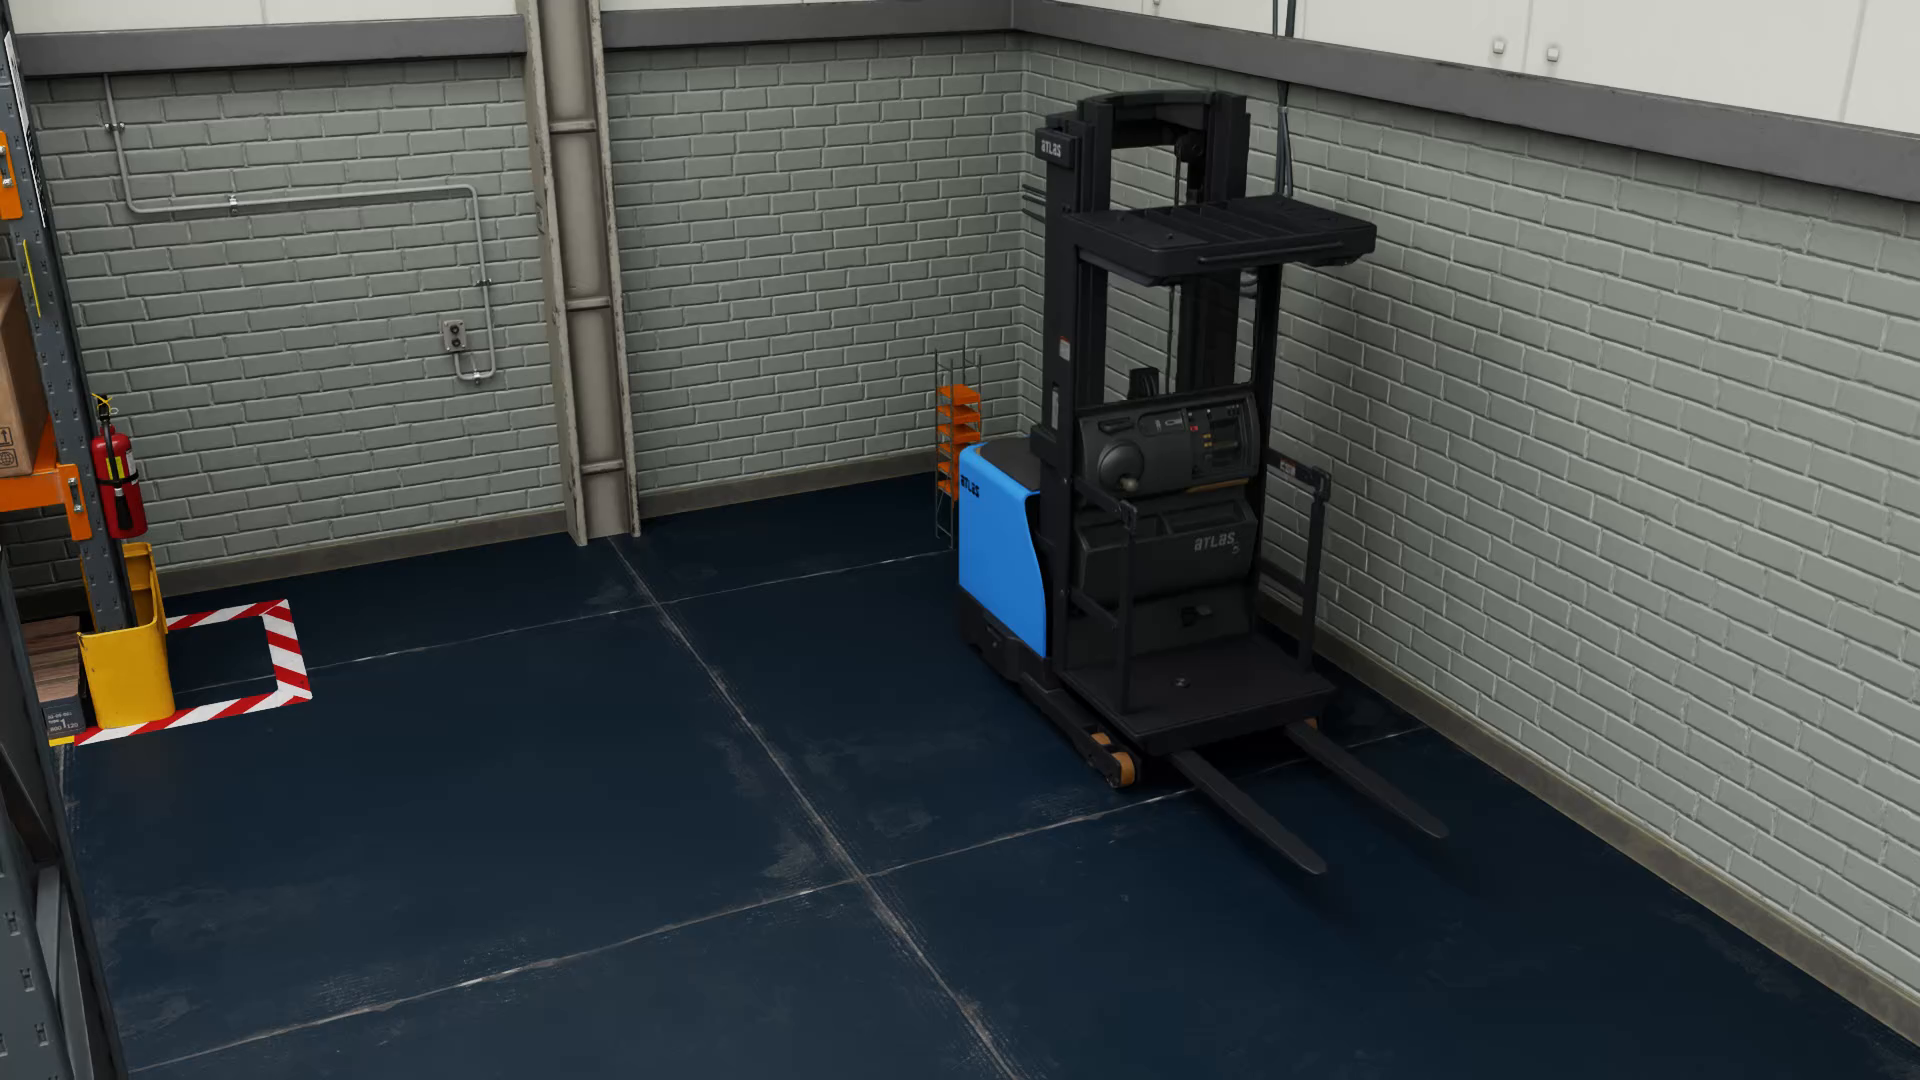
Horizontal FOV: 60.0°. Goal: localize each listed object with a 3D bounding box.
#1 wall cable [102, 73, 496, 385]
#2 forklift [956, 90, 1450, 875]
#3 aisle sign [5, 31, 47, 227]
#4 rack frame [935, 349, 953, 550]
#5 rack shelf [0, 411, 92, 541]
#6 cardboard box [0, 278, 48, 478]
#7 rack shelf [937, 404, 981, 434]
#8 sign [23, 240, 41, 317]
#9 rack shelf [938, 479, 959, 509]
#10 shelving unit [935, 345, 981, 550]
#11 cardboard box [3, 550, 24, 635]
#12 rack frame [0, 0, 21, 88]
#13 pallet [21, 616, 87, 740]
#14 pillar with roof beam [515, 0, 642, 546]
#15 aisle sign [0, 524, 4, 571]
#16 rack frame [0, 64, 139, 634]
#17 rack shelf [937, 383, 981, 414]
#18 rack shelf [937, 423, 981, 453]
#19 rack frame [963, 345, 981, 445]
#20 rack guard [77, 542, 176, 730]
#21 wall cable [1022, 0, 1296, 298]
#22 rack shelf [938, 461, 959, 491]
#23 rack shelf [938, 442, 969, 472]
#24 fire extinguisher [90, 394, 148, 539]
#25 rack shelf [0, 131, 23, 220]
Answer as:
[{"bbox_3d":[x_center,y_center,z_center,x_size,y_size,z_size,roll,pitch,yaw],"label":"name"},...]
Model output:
[{"bbox_3d":[-3.532,-1.695,9.095,1.851,1.984,0.084,-10,25,-24],"label":"wall cable"},{"bbox_3d":[1.057,-0.419,7.430,1.130,2.935,3.031,-10,25,-23],"label":"forklift"},{"bbox_3d":[-4.080,-1.797,7.270,0.004,0.787,0.394,-10,25,-24],"label":"aisle sign"},{"bbox_3d":[-0.095,-0.537,9.978,0.006,1.200,0.240,-10,25,-24],"label":"rack frame"},{"bbox_3d":[-6.078,-0.023,7.325,4.000,0.370,1.077,-10,25,-24],"label":"rack shelf"},{"bbox_3d":[-4.731,-0.738,7.718,0.700,0.700,0.980,-9,24,-21],"label":"cardboard box"},{"bbox_3d":[-0.013,-0.733,9.940,0.180,0.103,0.258,-10,25,-24],"label":"rack shelf"},{"bbox_3d":[-4.053,-1.142,7.264,0.005,0.325,0.100,-10,25,-24],"label":"sign"},{"bbox_3d":[-0.013,-0.289,10.124,0.180,0.103,0.258,-10,25,-24],"label":"rack shelf"},{"bbox_3d":[-0.013,-0.552,10.015,0.189,1.200,0.258,-10,25,-24],"label":"shelving unit"},{"bbox_3d":[-4.863,0.424,8.023,0.500,0.500,0.700,-10,25,-24],"label":"cardboard box"},{"bbox_3d":[-4.275,-3.459,6.841,0.127,3.000,1.000,-10,25,-24],"label":"rack frame"},{"bbox_3d":[-4.962,0.761,8.136,1.213,0.211,1.003,-10,25,-24],"label":"pallet"},{"bbox_3d":[-0.351,-2.722,5.059,0.400,9.000,9.100,-10,25,-24],"label":"pillar with roof beam"},{"bbox_3d":[-2.190,-0.294,3.640,0.004,0.787,0.394,-10,25,-24],"label":"aisle sign"},{"bbox_3d":[-4.275,-0.687,7.989,0.127,3.000,1.000,-10,25,-24],"label":"rack frame"},{"bbox_3d":[-0.013,-0.844,9.894,0.180,0.103,0.258,-10,25,-24],"label":"rack shelf"},{"bbox_3d":[-0.013,-0.622,9.986,0.180,0.103,0.258,-10,25,-24],"label":"rack shelf"},{"bbox_3d":[0.069,-0.567,10.051,0.006,1.200,0.240,-10,25,-24],"label":"rack frame"},{"bbox_3d":[-4.254,0.464,8.476,0.348,0.500,1.175,-10,25,-24],"label":"rack guard"},{"bbox_3d":[0.976,-2.840,9.404,0.112,2.526,3.097,-10,25,-24],"label":"wall cable"},{"bbox_3d":[-0.013,-0.400,10.078,0.180,0.103,0.258,-10,25,-24],"label":"rack shelf"},{"bbox_3d":[-0.013,-0.511,10.032,0.180,0.103,0.258,-10,25,-24],"label":"rack shelf"},{"bbox_3d":[-3.939,-0.345,7.751,0.183,0.674,0.296,-10,25,-24],"label":"fire extinguisher"},{"bbox_3d":[-6.078,-1.409,6.751,4.000,0.370,1.077,-10,25,-24],"label":"rack shelf"}]
